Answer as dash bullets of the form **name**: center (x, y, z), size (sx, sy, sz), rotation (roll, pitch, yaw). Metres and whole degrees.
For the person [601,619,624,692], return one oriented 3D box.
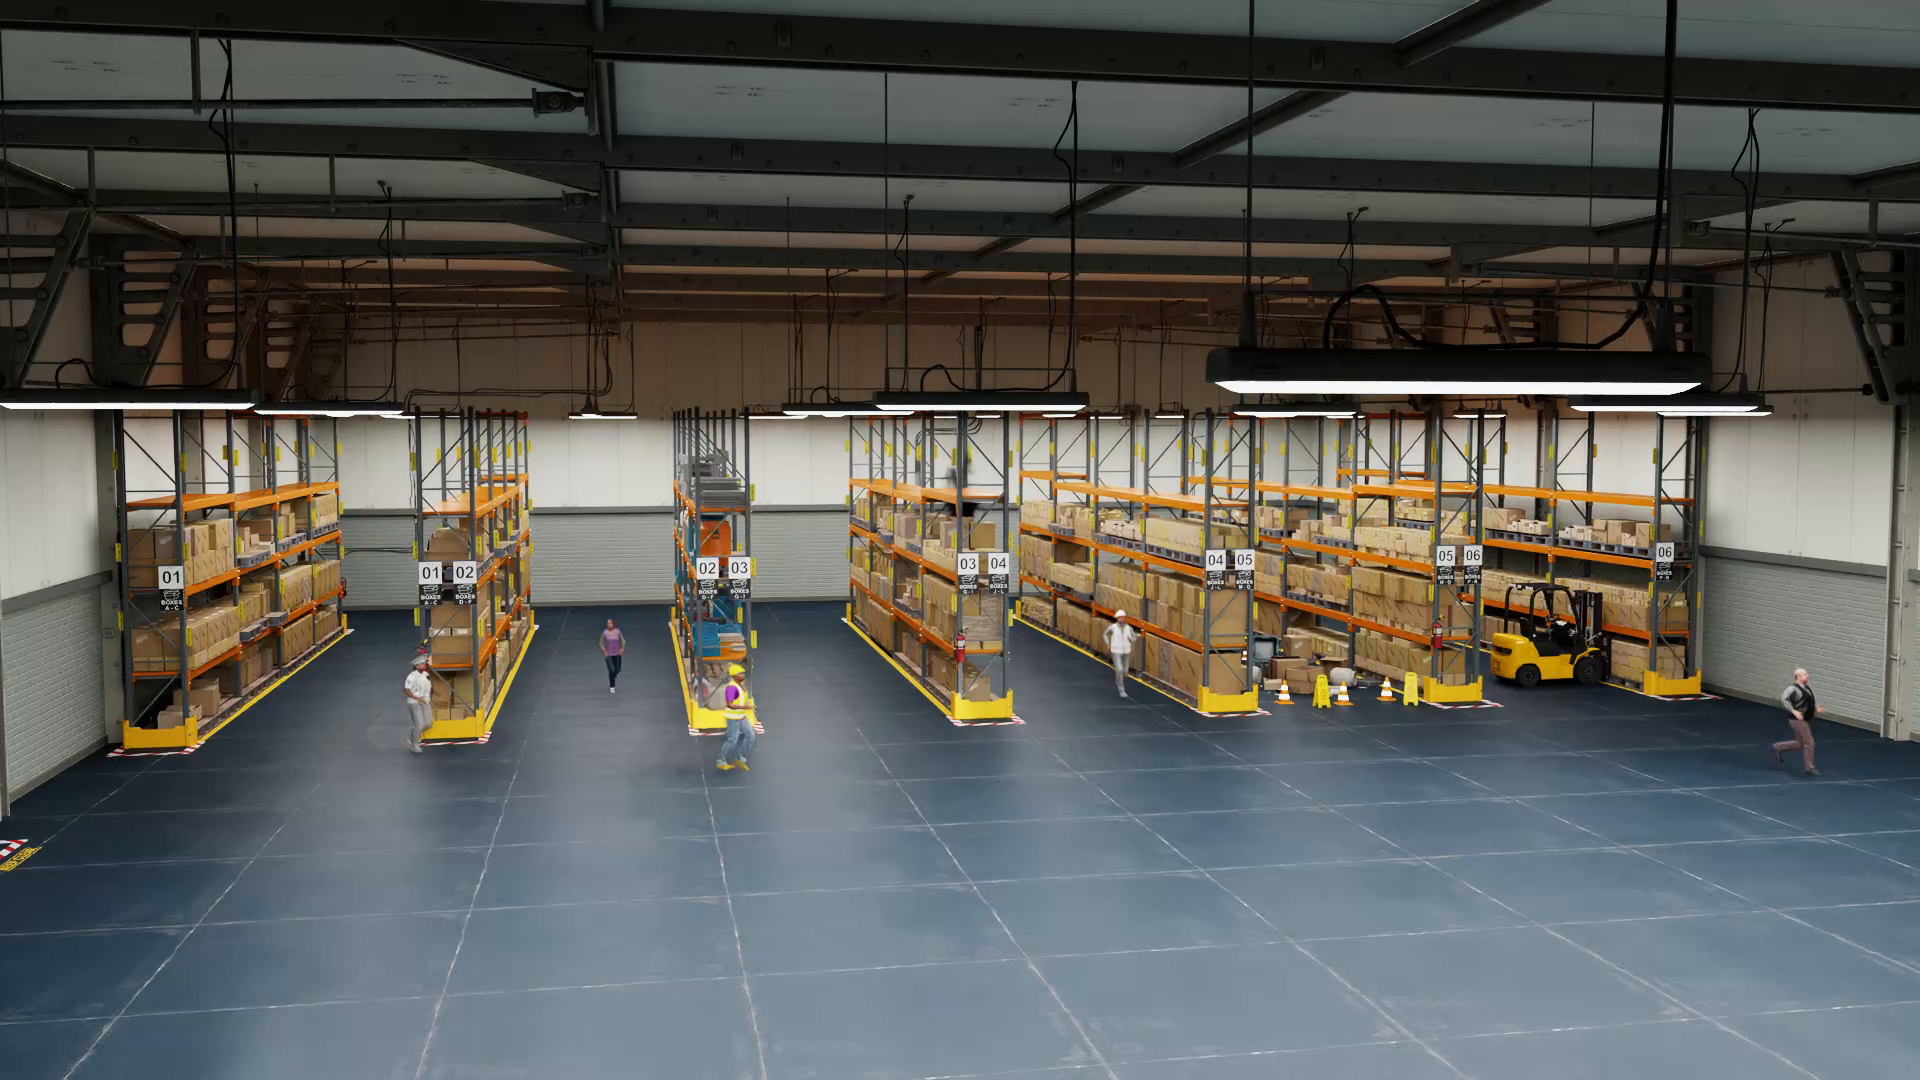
- **person**: center (-7.367, 2.447, 35.240), size (0.517, 1.564, 0.490), rotation (-1, 4, -16)

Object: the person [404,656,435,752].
- **person**: center (-9.381, 2.849, 28.964), size (0.520, 1.662, 0.630), rotation (3, 5, 32)

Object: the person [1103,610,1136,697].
- **person**: center (3.360, 2.344, 34.740), size (0.656, 1.758, 0.970), rotation (-1, 4, -14)

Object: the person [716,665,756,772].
- **person**: center (-3.633, 2.931, 27.091), size (0.733, 1.805, 0.678), rotation (1, 4, 15)

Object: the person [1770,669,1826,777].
- **person**: center (13.667, 2.952, 27.121), size (0.662, 1.721, 0.880), rotation (-4, 6, -43)
